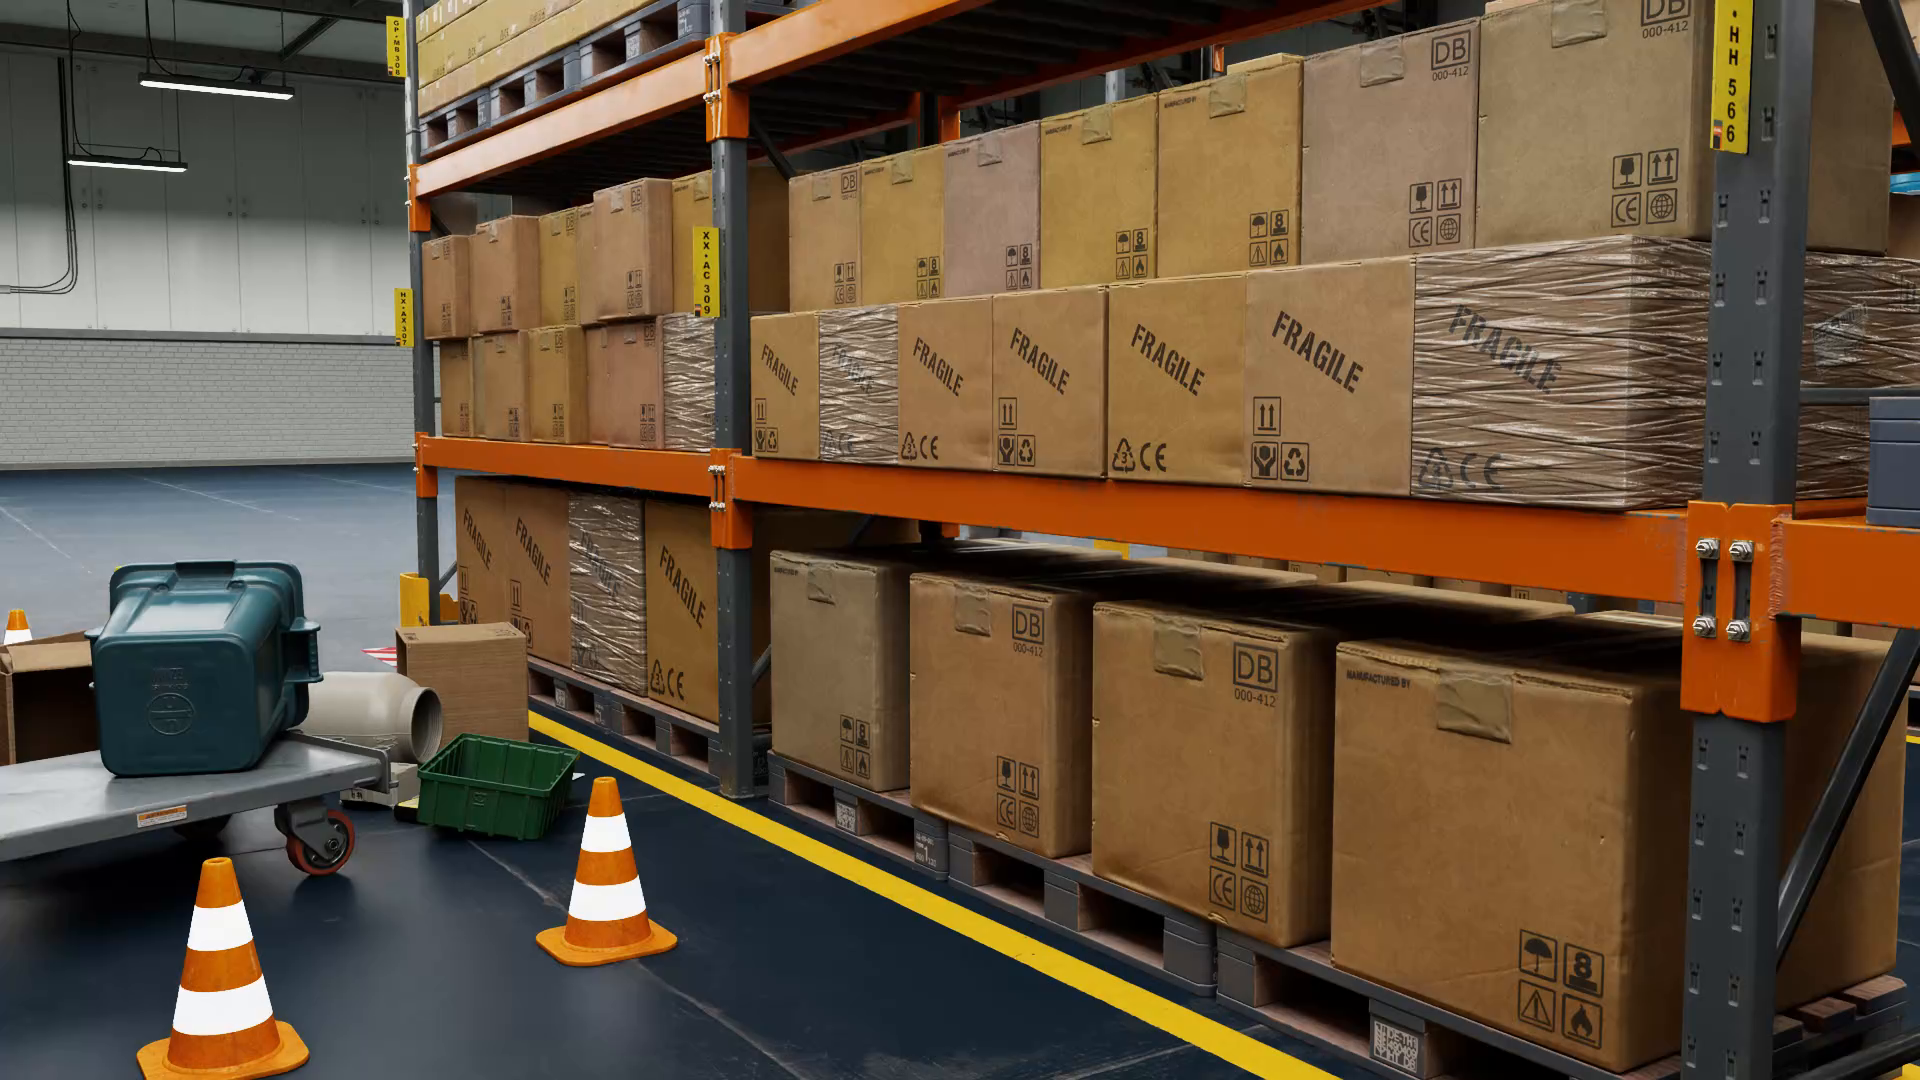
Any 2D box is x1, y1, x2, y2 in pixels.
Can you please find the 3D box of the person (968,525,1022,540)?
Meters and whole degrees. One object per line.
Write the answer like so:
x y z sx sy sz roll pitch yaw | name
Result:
0.192 -0.186 10.079 0.503 1.700 0.505 -3 6 -33 | person
